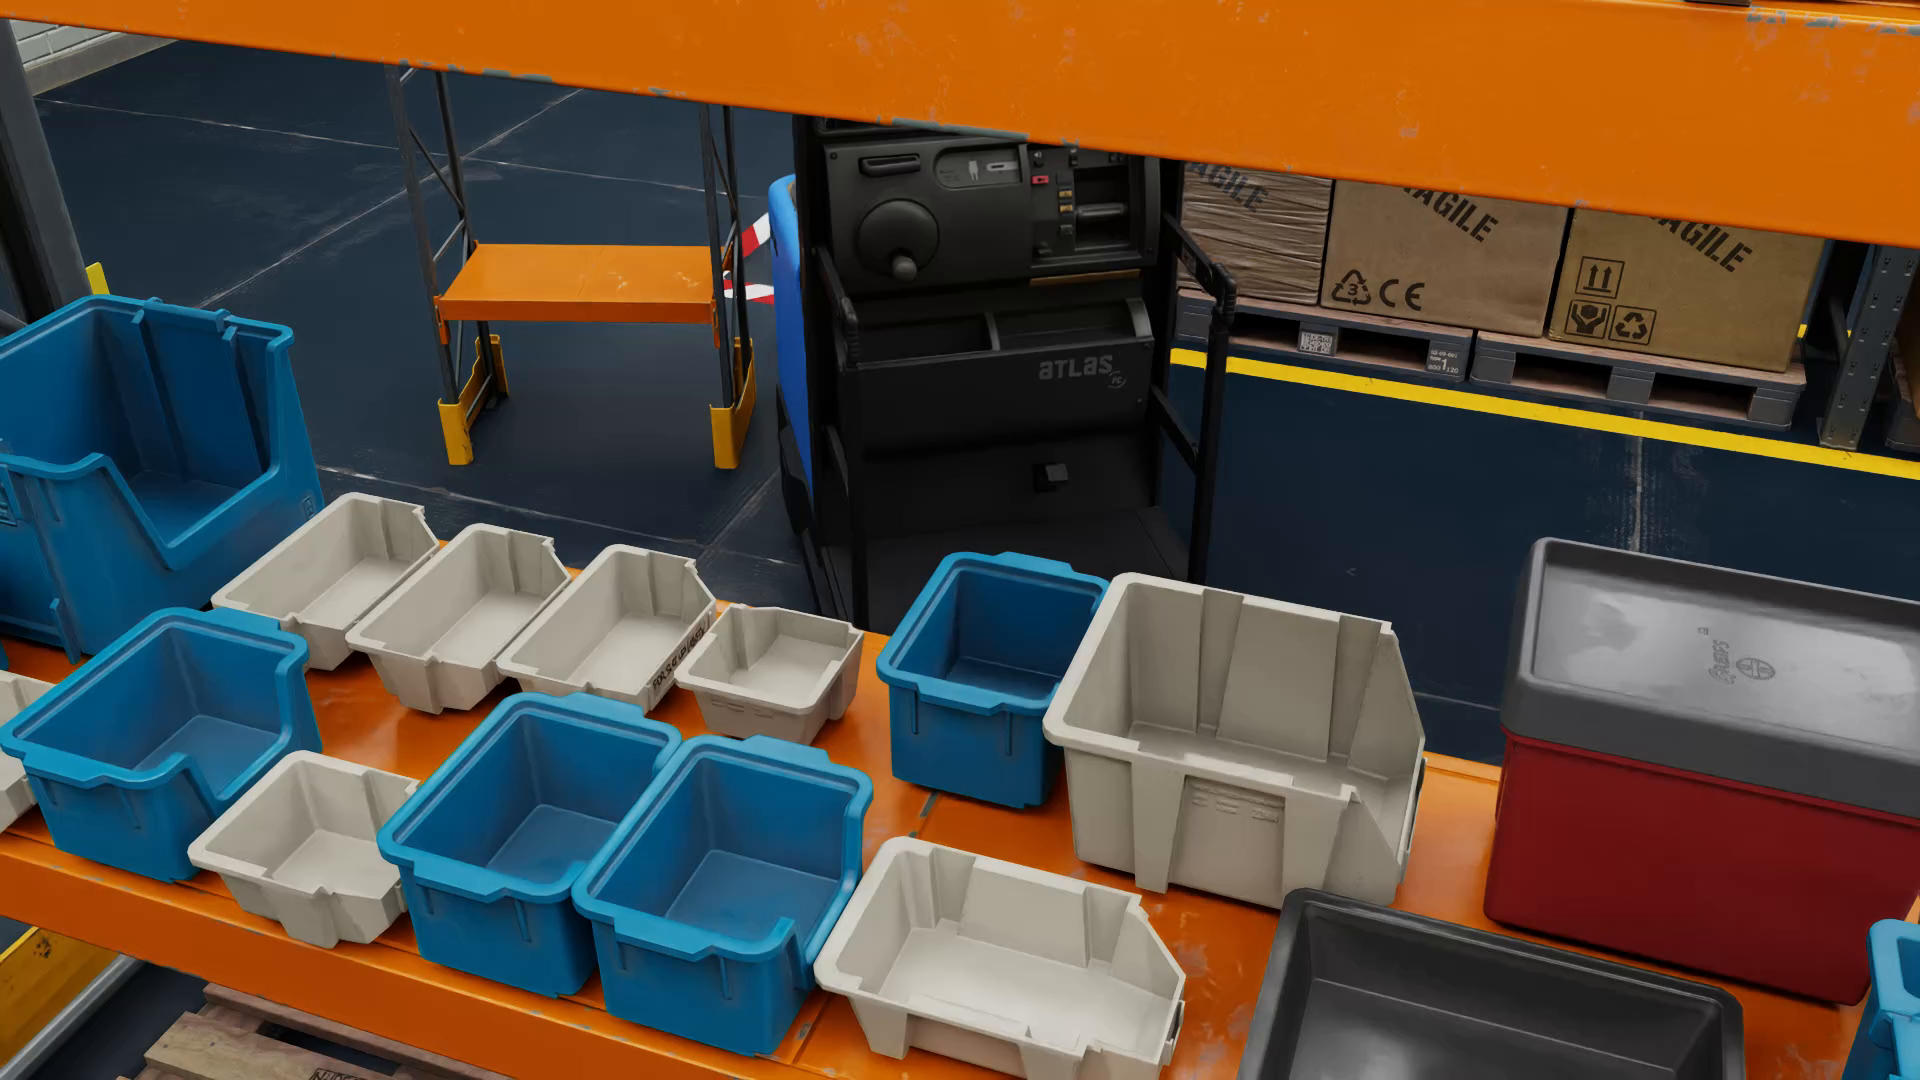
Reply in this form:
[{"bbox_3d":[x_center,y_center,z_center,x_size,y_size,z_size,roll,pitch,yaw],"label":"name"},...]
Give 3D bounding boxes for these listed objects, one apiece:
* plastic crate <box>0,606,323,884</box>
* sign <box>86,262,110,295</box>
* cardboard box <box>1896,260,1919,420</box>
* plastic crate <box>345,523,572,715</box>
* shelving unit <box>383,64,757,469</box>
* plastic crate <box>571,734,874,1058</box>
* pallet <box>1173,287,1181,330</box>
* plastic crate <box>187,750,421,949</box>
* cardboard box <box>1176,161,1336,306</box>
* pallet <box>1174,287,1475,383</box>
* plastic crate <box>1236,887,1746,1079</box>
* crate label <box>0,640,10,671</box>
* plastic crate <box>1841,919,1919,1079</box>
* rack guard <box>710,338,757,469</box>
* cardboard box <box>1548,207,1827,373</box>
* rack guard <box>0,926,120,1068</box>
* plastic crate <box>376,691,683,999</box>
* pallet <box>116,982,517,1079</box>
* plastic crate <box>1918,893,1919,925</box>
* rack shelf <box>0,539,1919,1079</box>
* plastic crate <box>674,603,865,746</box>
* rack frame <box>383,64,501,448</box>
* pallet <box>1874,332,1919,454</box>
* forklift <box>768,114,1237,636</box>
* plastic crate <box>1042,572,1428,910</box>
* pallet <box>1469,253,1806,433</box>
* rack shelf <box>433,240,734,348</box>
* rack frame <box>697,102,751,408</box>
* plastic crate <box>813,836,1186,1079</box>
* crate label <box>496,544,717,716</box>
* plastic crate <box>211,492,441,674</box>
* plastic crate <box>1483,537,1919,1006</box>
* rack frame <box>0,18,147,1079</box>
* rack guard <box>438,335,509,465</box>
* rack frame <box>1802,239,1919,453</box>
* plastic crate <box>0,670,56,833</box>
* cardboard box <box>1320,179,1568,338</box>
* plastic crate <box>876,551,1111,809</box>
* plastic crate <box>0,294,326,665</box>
[{"bbox_3d":[-1.216,0.322,2.585,0.300,0.233,0.416,11,34,16],"label":"plastic crate"},{"bbox_3d":[-1.787,-0.410,3.469,0.005,0.325,0.100,11,34,16],"label":"sign"},{"bbox_3d":[4.088,-1.031,6.153,0.875,0.875,1.225,11,34,17],"label":"cardboard box"},{"bbox_3d":[-0.861,0.146,2.947,0.243,0.136,0.396,11,34,16],"label":"plastic crate"},{"bbox_3d":[-1.357,-1.060,6.010,1.083,1.500,0.587,1,33,1],"label":"shelving unit"},{"bbox_3d":[-0.314,0.497,2.314,0.300,0.233,0.416,11,34,16],"label":"plastic crate"},{"bbox_3d":[0.493,-1.308,7.582,1.213,0.211,1.003,11,34,16],"label":"pallet"},{"bbox_3d":[-0.924,0.467,2.449,0.298,0.136,0.250,11,34,16],"label":"plastic crate"},{"bbox_3d":[1.200,-1.627,7.077,0.875,0.875,0.875,11,34,16],"label":"cardboard box"},{"bbox_3d":[1.637,-1.084,7.235,1.213,0.211,1.003,11,34,16],"label":"pallet"},{"bbox_3d":[0.664,0.698,2.103,0.590,0.125,0.437,11,34,16],"label":"plastic crate"},{"bbox_3d":[-1.836,0.201,2.772,0.303,0.233,0.416,11,34,16],"label":"crate label"},{"bbox_3d":[1.253,0.745,1.790,0.575,0.384,0.392,11,34,16],"label":"plastic crate"},{"bbox_3d":[-0.860,-0.528,6.337,0.087,0.250,0.587,1,33,1],"label":"rack guard"},{"bbox_3d":[2.885,-1.300,6.569,0.875,0.875,0.875,11,34,16],"label":"cardboard box"},{"bbox_3d":[-1.984,0.995,3.748,0.348,0.500,1.175,11,34,16],"label":"rack guard"},{"bbox_3d":[-0.597,0.442,2.399,0.300,0.233,0.416,11,34,16],"label":"plastic crate"},{"bbox_3d":[-1.194,1.285,3.565,1.213,0.211,1.003,11,34,16],"label":"pallet"},{"bbox_3d":[1.418,0.602,2.240,0.243,0.136,0.396,11,34,16],"label":"plastic crate"},{"bbox_3d":[-0.075,0.611,2.701,4.000,0.370,1.077,11,34,16],"label":"rack shelf"},{"bbox_3d":[-0.305,0.229,2.818,0.250,0.136,0.298,11,34,16],"label":"plastic crate"},{"bbox_3d":[-1.856,-1.068,6.021,0.032,1.500,0.500,1,33,1],"label":"rack frame"},{"bbox_3d":[4.231,-0.580,6.454,1.213,0.211,1.003,11,34,16],"label":"pallet"},{"bbox_3d":[0.147,-0.865,4.388,1.130,2.935,3.031,-7,33,-11],"label":"forklift"},{"bbox_3d":[0.433,0.326,2.534,0.530,0.282,0.437,11,34,16],"label":"plastic crate"},{"bbox_3d":[2.790,-0.862,6.890,1.213,0.211,1.003,11,34,16],"label":"pallet"},{"bbox_3d":[-1.348,-0.909,6.107,1.000,0.185,0.538,1,33,1],"label":"rack shelf"},{"bbox_3d":[-0.840,-1.053,5.998,0.032,1.500,0.500,1,33,1],"label":"rack frame"},{"bbox_3d":[0.067,0.595,2.251,0.466,0.136,0.293,11,34,16],"label":"plastic crate"},{"bbox_3d":[-0.590,0.184,2.887,0.243,0.136,0.396,11,34,16],"label":"crate label"},{"bbox_3d":[-1.129,0.085,3.040,0.243,0.136,0.396,11,34,16],"label":"plastic crate"},{"bbox_3d":[1.052,0.331,2.357,0.583,0.464,0.402,11,34,16],"label":"plastic crate"},{"bbox_3d":[-1.957,-0.057,3.073,0.127,3.000,1.000,11,34,16],"label":"rack frame"},{"bbox_3d":[-1.855,-0.543,6.360,0.087,0.250,0.587,1,33,1],"label":"rack guard"},{"bbox_3d":[3.479,-1.854,5.857,0.127,3.000,1.000,11,34,16],"label":"rack frame"},{"bbox_3d":[-1.562,0.343,2.642,0.298,0.136,0.250,11,34,16],"label":"plastic crate"},{"bbox_3d":[2.037,-1.464,6.824,0.875,0.875,0.875,11,34,16],"label":"cardboard box"},{"bbox_3d":[0.062,0.233,2.723,0.300,0.233,0.416,11,34,16],"label":"plastic crate"},{"bbox_3d":[-1.579,-0.131,3.100,0.499,0.435,0.616,11,34,16],"label":"plastic crate"}]
